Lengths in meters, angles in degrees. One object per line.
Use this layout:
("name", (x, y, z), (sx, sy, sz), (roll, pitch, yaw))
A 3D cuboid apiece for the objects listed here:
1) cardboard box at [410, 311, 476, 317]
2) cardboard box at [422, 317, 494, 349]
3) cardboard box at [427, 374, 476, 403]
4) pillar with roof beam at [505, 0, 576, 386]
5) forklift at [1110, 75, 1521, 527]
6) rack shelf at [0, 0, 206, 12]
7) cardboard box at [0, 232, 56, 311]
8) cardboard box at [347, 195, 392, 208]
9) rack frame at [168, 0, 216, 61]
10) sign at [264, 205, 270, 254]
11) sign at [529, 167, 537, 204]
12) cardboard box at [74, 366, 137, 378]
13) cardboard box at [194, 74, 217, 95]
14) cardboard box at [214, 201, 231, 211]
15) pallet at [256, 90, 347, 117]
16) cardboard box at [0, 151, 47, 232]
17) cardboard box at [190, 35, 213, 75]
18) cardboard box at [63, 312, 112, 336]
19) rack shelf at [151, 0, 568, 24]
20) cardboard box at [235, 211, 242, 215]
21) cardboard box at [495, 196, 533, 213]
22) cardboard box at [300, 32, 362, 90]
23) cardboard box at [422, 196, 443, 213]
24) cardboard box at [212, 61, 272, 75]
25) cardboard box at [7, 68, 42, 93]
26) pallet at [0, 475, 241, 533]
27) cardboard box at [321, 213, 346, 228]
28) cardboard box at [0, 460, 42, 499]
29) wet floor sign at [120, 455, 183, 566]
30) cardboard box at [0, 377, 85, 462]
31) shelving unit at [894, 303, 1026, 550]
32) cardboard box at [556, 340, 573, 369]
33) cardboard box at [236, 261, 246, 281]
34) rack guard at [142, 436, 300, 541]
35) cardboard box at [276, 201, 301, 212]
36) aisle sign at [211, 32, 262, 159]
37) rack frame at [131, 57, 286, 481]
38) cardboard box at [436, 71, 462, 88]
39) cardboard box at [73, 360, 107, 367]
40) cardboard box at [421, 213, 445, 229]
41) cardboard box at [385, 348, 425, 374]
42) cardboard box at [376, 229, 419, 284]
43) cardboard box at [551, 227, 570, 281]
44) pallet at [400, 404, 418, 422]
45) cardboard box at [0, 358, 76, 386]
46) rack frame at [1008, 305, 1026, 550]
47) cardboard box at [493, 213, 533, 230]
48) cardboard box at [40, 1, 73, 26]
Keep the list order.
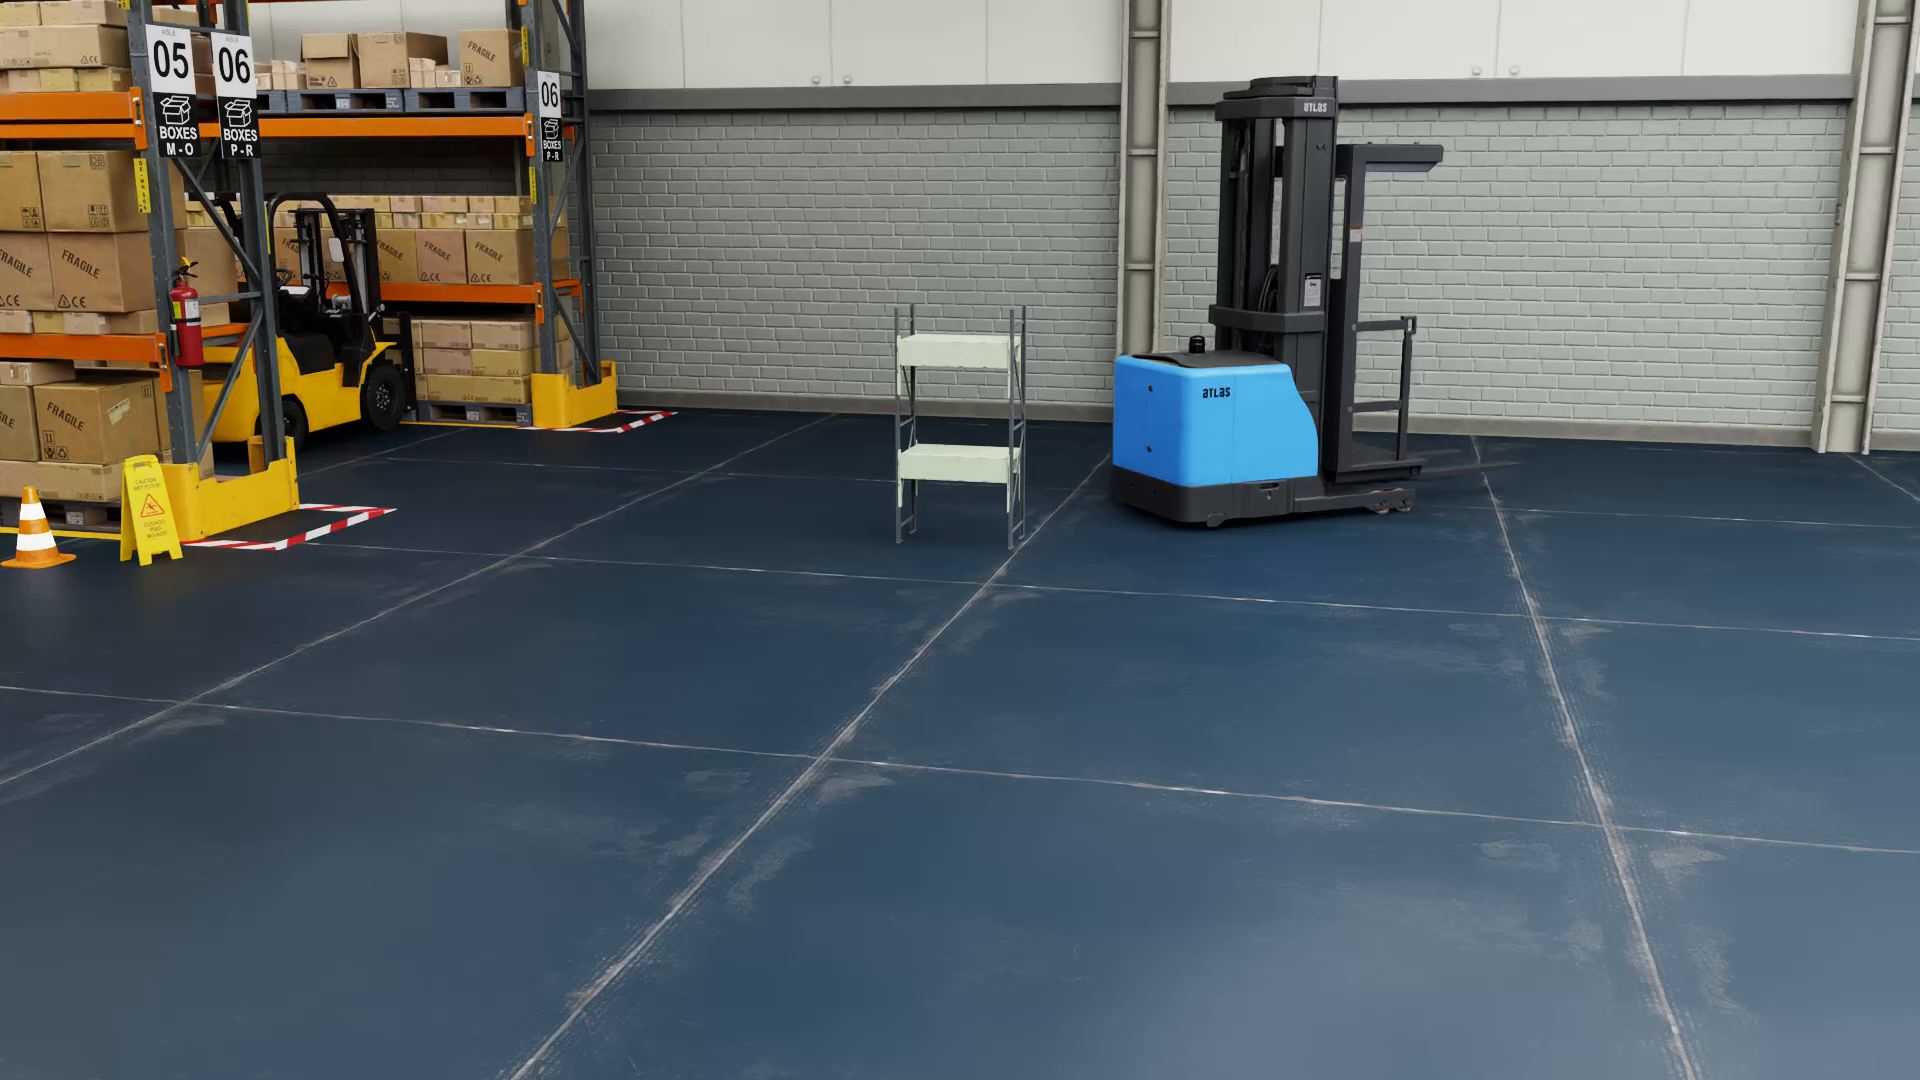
("cardboard box", (-5.091, -2.093, 16.313), (0.500, 0.250, 0.500), (3, 13, 13))
("cardboard box", (-4.720, -1.959, 15.706), (0.500, 0.250, 0.500), (3, 13, 15))
("cardboard box", (-4.713, -1.473, 15.825), (0.500, 0.250, 0.500), (3, 13, 14))
("pillar with roof beam", (-5.192, -4.873, 11.923), (0.400, 9.000, 9.100), (3, 13, 14))
("forklift", (2.620, -1.707, 11.661), (3.031, 2.935, 1.130), (-6, 14, -24))
("rack shelf", (-9.526, -5.318, 16.511), (4.000, 0.370, 1.077), (3, 13, 14))
("cardboard box", (-5.964, -1.771, 10.875), (0.500, 0.500, 0.500), (3, 13, 14))
("cardboard box", (-5.590, -3.188, 15.760), (0.250, 0.149, 0.380), (3, 13, 14))
("rack frame", (-7.584, -5.761, 15.922), (0.127, 3.000, 1.000), (3, 13, 14))
("sign", (-4.757, -2.117, 11.351), (0.005, 0.325, 0.100), (3, 13, 14))
("sign", (-3.844, -3.192, 14.974), (0.005, 0.325, 0.100), (3, 13, 14))
("cardboard box", (-6.135, -0.936, 11.676), (0.500, 0.500, 0.500), (3, 13, 11))
("cardboard box", (-5.131, -3.007, 11.019), (0.250, 0.149, 0.380), (3, 13, 14))
("cardboard box", (-7.066, -3.273, 16.144), (0.250, 0.149, 0.380), (3, 13, 14))
("pallet", (-6.750, -4.214, 16.082), (1.213, 0.211, 1.003), (3, 13, 14))
("cardboard box", (-5.924, -2.271, 10.818), (0.500, 0.500, 0.700), (3, 13, 14))
("cardboard box", (-5.311, -3.199, 10.960), (0.500, 0.250, 0.500), (3, 13, 13))
("cardboard box", (-5.573, -1.422, 10.797), (0.250, 0.149, 0.380), (3, 13, 13))
("rack shelf", (-5.643, -5.110, 15.576), (4.000, 0.370, 1.077), (3, 13, 14))
("cardboard box", (-6.826, -3.105, 16.074), (0.250, 0.149, 0.380), (3, 13, 13))
("cardboard box", (-4.099, -3.109, 15.407), (0.250, 0.149, 0.380), (3, 13, 14))
("cardboard box", (-5.718, -4.477, 15.624), (0.637, 0.503, 0.797), (3, 13, 15))
("cardboard box", (-4.830, -3.152, 15.600), (0.250, 0.149, 0.380), (3, 13, 14))
("cardboard box", (-6.835, -4.412, 15.775), (0.500, 0.311, 0.500), (3, 13, 15))
("cardboard box", (-5.799, -2.909, 10.573), (0.250, 0.149, 0.380), (3, 13, 15))
("pallet", (-5.741, -0.272, 11.474), (1.213, 0.211, 1.003), (3, 13, 14))
("cardboard box", (-5.841, -3.041, 15.787), (0.250, 0.149, 0.380), (3, 13, 12))
("cardboard box", (-6.237, -0.457, 11.246), (0.500, 0.250, 0.500), (3, 13, 14))
("wet floor sign", (-4.958, -0.196, 10.127), (0.232, 0.644, 0.267), (8, 15, 33))
("cardboard box", (-6.234, -0.822, 11.161), (0.500, 0.500, 0.500), (4, 13, 16))
("shelving unit", (0.006, -0.732, 10.570), (0.755, 1.500, 0.431), (3, 13, 14))
("cardboard box", (-4.108, -1.799, 16.141), (0.500, 0.250, 0.500), (3, 13, 15))
("cardboard box", (-6.706, -2.779, 16.104), (0.500, 0.500, 0.500), (3, 13, 15))
("rack guard", (-4.960, -0.364, 11.219), (0.348, 0.500, 1.175), (3, 13, 14))
("cardboard box", (-6.337, -3.215, 15.884), (0.250, 0.149, 0.380), (3, 13, 13))
("aisle sign", (-4.752, -2.911, 10.929), (0.004, 0.787, 0.394), (3, 13, 14))
("rack frame", (-4.886, -1.580, 10.931), (0.127, 3.000, 1.000), (3, 13, 14))
("cardboard box", (-4.578, -4.199, 15.188), (0.250, 0.149, 0.380), (3, 13, 12))
("cardboard box", (-8.845, -1.944, 17.084), (0.625, 0.625, 0.875), (3, 13, 13))
("cardboard box", (-4.835, -2.997, 15.590), (0.250, 0.149, 0.380), (3, 13, 13))
("cardboard box", (-5.239, -1.741, 15.881), (0.500, 0.250, 0.500), (3, 13, 12))
("cardboard box", (-5.241, -2.699, 15.742), (0.500, 0.500, 0.500), (3, 13, 12))
("cardboard box", (-4.115, -2.757, 16.005), (0.500, 0.500, 0.500), (3, 13, 15))
("pallet", (-5.634, -1.358, 16.365), (1.213, 0.211, 1.003), (3, 13, 14))
("cardboard box", (-6.099, -1.117, 10.994), (0.250, 0.149, 0.380), (3, 13, 15))
("rack frame", (0.362, -0.713, 10.484), (0.023, 1.500, 0.400), (3, 13, 14))
("cardboard box", (-4.105, -2.949, 15.371), (0.250, 0.149, 0.380), (3, 13, 14))
("cardboard box", (-5.527, -3.288, 10.443), (0.250, 0.149, 0.380), (3, 13, 15))
